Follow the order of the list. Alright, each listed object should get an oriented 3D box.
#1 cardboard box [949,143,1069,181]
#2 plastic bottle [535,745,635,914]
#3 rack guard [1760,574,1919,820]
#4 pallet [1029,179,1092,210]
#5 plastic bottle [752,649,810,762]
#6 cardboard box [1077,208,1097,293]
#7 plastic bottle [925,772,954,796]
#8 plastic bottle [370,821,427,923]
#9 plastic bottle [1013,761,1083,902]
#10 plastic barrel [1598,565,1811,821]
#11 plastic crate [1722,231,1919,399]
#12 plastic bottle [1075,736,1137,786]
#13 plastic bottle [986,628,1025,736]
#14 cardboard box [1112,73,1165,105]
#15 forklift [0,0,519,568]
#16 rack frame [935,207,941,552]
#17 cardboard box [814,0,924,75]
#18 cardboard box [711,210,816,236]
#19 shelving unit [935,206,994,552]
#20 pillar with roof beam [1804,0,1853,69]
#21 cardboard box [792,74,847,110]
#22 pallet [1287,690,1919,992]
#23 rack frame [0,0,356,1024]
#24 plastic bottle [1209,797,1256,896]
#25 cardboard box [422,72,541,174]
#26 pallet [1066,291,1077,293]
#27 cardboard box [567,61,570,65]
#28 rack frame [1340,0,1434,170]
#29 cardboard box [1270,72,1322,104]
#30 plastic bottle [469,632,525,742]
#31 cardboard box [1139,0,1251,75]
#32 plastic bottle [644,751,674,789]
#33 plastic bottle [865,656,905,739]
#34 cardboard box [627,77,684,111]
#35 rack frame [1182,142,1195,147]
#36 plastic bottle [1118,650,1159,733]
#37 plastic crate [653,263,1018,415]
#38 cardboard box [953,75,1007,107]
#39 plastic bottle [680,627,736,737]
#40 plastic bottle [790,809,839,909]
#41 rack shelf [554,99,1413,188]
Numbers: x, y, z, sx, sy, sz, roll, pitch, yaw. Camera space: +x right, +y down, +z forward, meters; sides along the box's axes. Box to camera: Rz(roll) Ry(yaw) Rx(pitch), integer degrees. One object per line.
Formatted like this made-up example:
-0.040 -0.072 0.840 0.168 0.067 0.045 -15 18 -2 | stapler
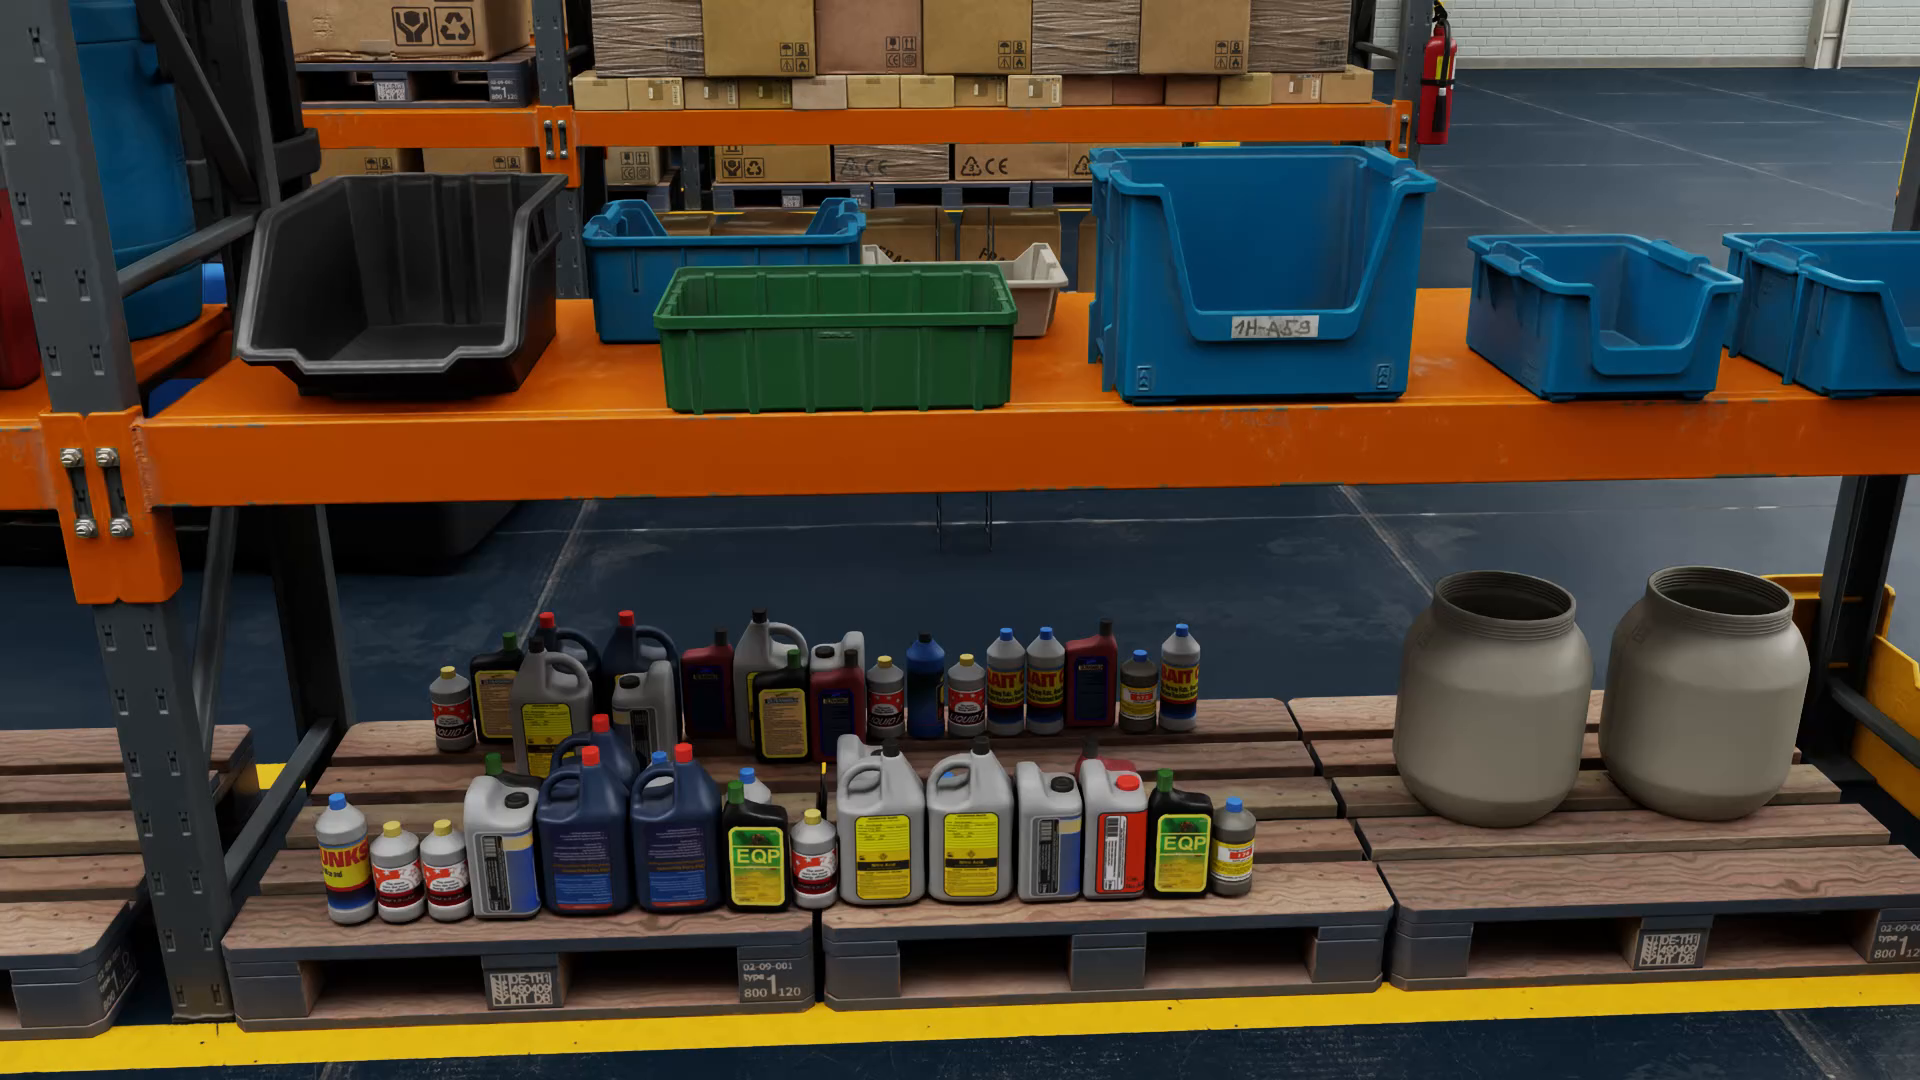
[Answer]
0.369 -3.324 13.031 0.875 0.875 0.875 -1 21 -4 | cardboard box
-0.778 0.592 3.455 0.185 0.351 0.144 -1 21 -2 | plastic bottle
2.312 0.534 4.017 0.348 0.500 1.175 -1 21 -3 | rack guard
1.127 -2.829 13.255 1.213 0.211 1.003 -1 21 -3 | pallet
-0.436 0.402 4.048 0.133 0.283 0.061 -1 21 -3 | plastic bottle
0.884 -1.409 8.530 0.500 0.500 0.500 4 21 11 | cardboard box
-0.030 0.603 3.635 0.097 0.201 0.097 0 21 0 | plastic bottle
-1.163 0.678 3.440 0.097 0.201 0.097 0 21 0 | plastic bottle
0.185 0.606 3.524 0.135 0.276 0.152 -2 21 -5 | plastic bottle
1.733 0.354 3.881 0.421 0.512 0.421 0 21 0 | plastic barrel
1.903 -0.467 3.340 0.616 0.251 0.499 -1 21 -3 | plastic crate
0.317 0.562 3.629 0.133 0.283 0.061 -1 21 -3 | plastic bottle
0.116 0.352 4.198 0.097 0.271 0.097 0 21 0 | plastic bottle
0.831 -2.198 8.030 0.250 0.149 0.380 -1 21 -3 | cardboard box
-3.186 -1.470 5.863 3.031 2.935 1.130 2 21 5 | forklift
-0.077 -0.559 5.903 0.006 1.200 0.240 -1 21 -3 | rack frame
-0.443 -2.548 8.038 0.500 0.500 0.875 -1 21 -3 | cardboard box
-0.918 -1.367 8.420 0.500 0.500 0.500 5 22 14 | cardboard box
0.014 -0.561 5.908 0.189 1.200 0.258 -1 21 -3 | shelving unit
12.730 -9.520 18.479 0.400 9.000 9.100 -1 21 -3 | pillar with roof beam
-0.659 -2.125 7.841 0.250 0.149 0.380 -1 21 -3 | cardboard box
1.501 0.683 4.030 1.213 0.211 1.003 -1 21 -3 | pallet
-1.608 -0.572 3.407 0.127 3.000 1.000 -1 21 -3 | rack frame
0.577 0.642 3.533 0.097 0.201 0.097 0 21 0 | plastic bottle
-3.651 -3.177 12.822 0.750 0.750 1.050 -1 21 -3 | cardboard box
1.214 -1.104 8.723 1.213 0.211 1.003 -1 21 -3 | pallet
-5.461 -6.644 22.102 0.625 0.625 0.875 0 21 -1 | cardboard box
2.103 -2.412 8.241 0.127 3.000 1.000 -1 21 -3 | rack frame
1.580 -2.211 8.065 0.250 0.149 0.380 -1 21 -3 | cardboard box
-1.146 0.365 4.145 0.133 0.283 0.061 0 21 0 | plastic bottle
1.060 -2.544 8.028 0.500 0.500 0.875 -1 21 -3 | cardboard box
-0.640 0.583 3.590 0.097 0.271 0.097 0 21 0 | plastic bottle
-0.189 0.391 4.194 0.097 0.201 0.097 0 21 0 | plastic bottle
-1.408 -2.112 7.805 0.250 0.149 0.380 -1 21 -3 | cardboard box
1.921 -4.176 12.874 0.127 3.000 1.000 -1 21 -3 | rack frame
0.454 0.378 4.228 0.097 0.201 0.097 0 21 0 | plastic bottle
-0.237 -0.400 3.253 0.662 0.188 0.450 -1 21 -3 | plastic crate
0.085 -2.168 7.952 0.250 0.149 0.380 -1 21 -3 | cardboard box
-0.630 0.355 4.173 0.133 0.283 0.061 0 21 1 | plastic bottle
-0.306 0.660 3.485 0.097 0.201 0.097 0 21 0 | plastic bottle
0.106 -2.035 8.263 4.000 0.370 1.077 -1 21 -3 | rack shelf
